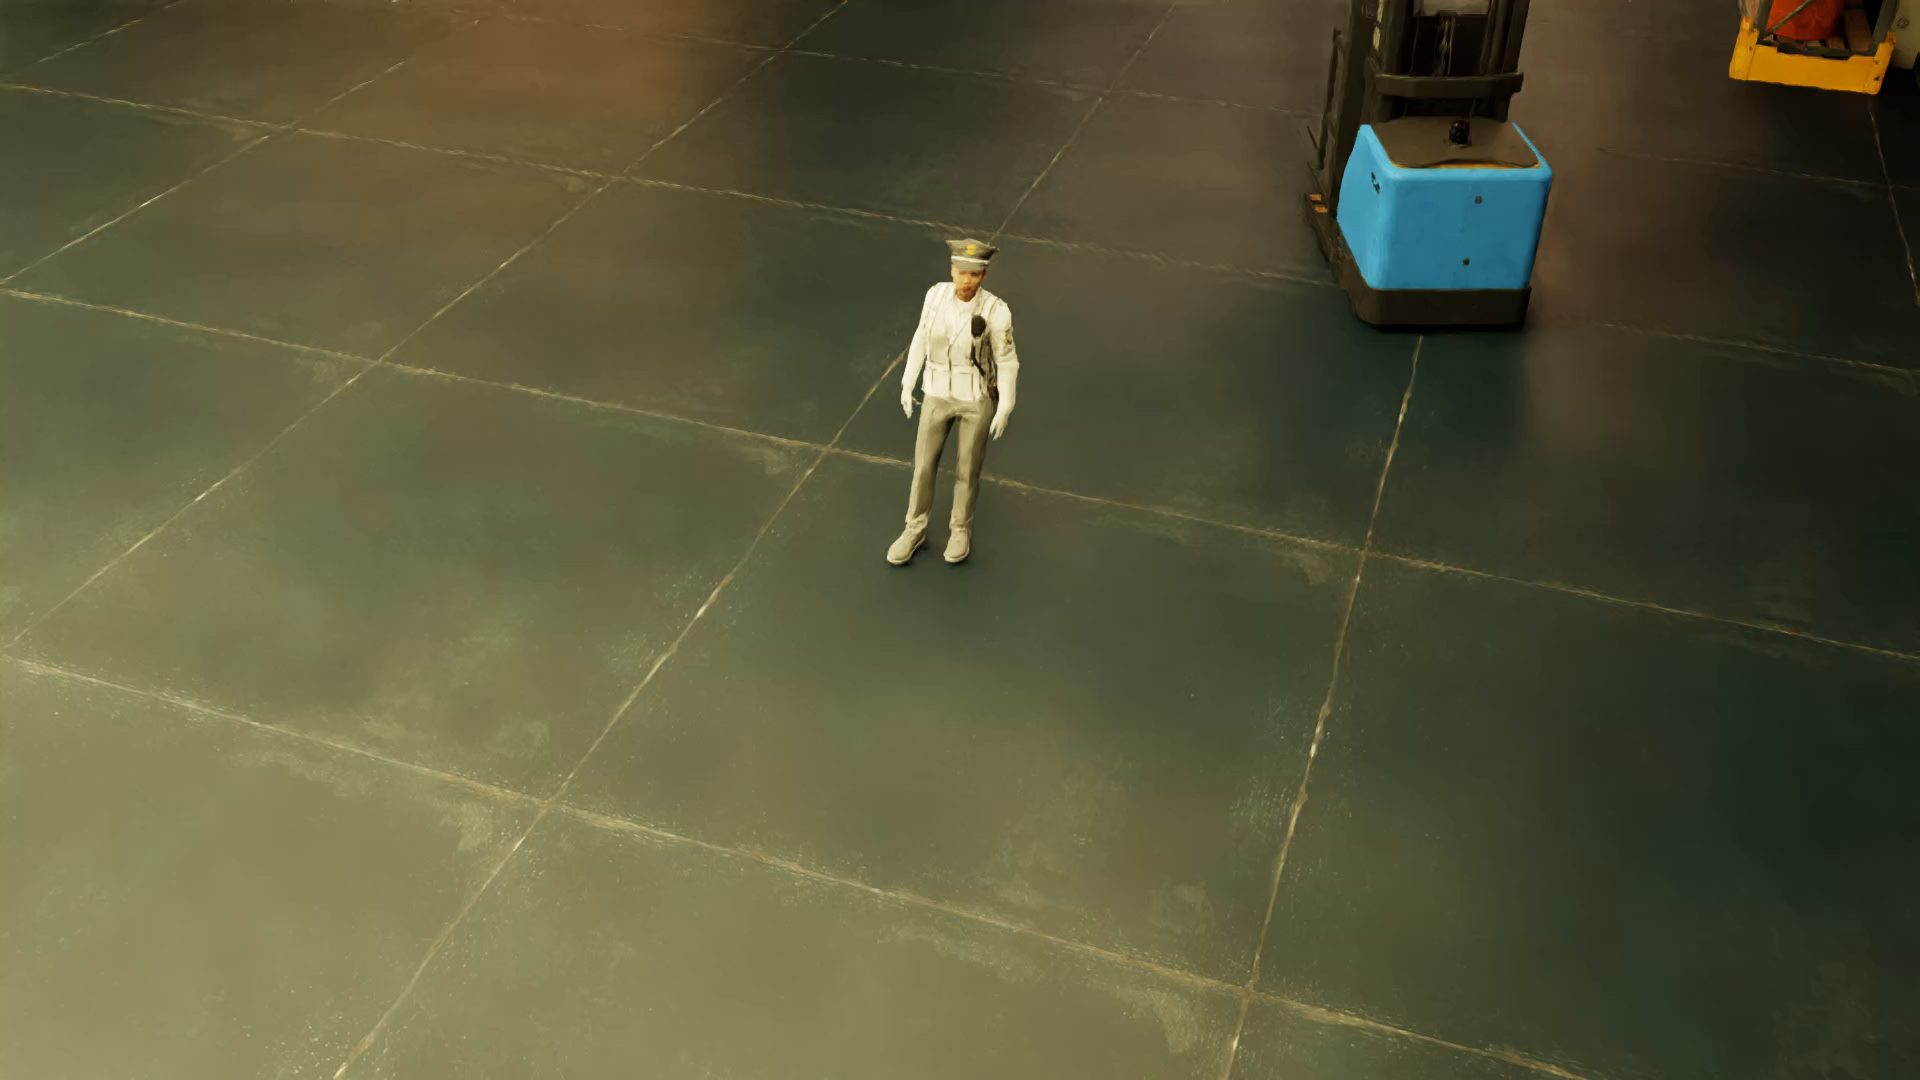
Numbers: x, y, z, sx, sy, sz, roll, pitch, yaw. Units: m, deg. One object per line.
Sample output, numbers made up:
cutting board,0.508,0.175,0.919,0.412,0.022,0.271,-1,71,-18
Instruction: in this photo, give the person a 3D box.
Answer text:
person,-0.029,-0.662,8.101,0.586,1.695,0.532,12,37,16

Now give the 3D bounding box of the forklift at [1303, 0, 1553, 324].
forklift,3.031,-3.367,10.860,1.130,2.935,3.031,0,35,0
